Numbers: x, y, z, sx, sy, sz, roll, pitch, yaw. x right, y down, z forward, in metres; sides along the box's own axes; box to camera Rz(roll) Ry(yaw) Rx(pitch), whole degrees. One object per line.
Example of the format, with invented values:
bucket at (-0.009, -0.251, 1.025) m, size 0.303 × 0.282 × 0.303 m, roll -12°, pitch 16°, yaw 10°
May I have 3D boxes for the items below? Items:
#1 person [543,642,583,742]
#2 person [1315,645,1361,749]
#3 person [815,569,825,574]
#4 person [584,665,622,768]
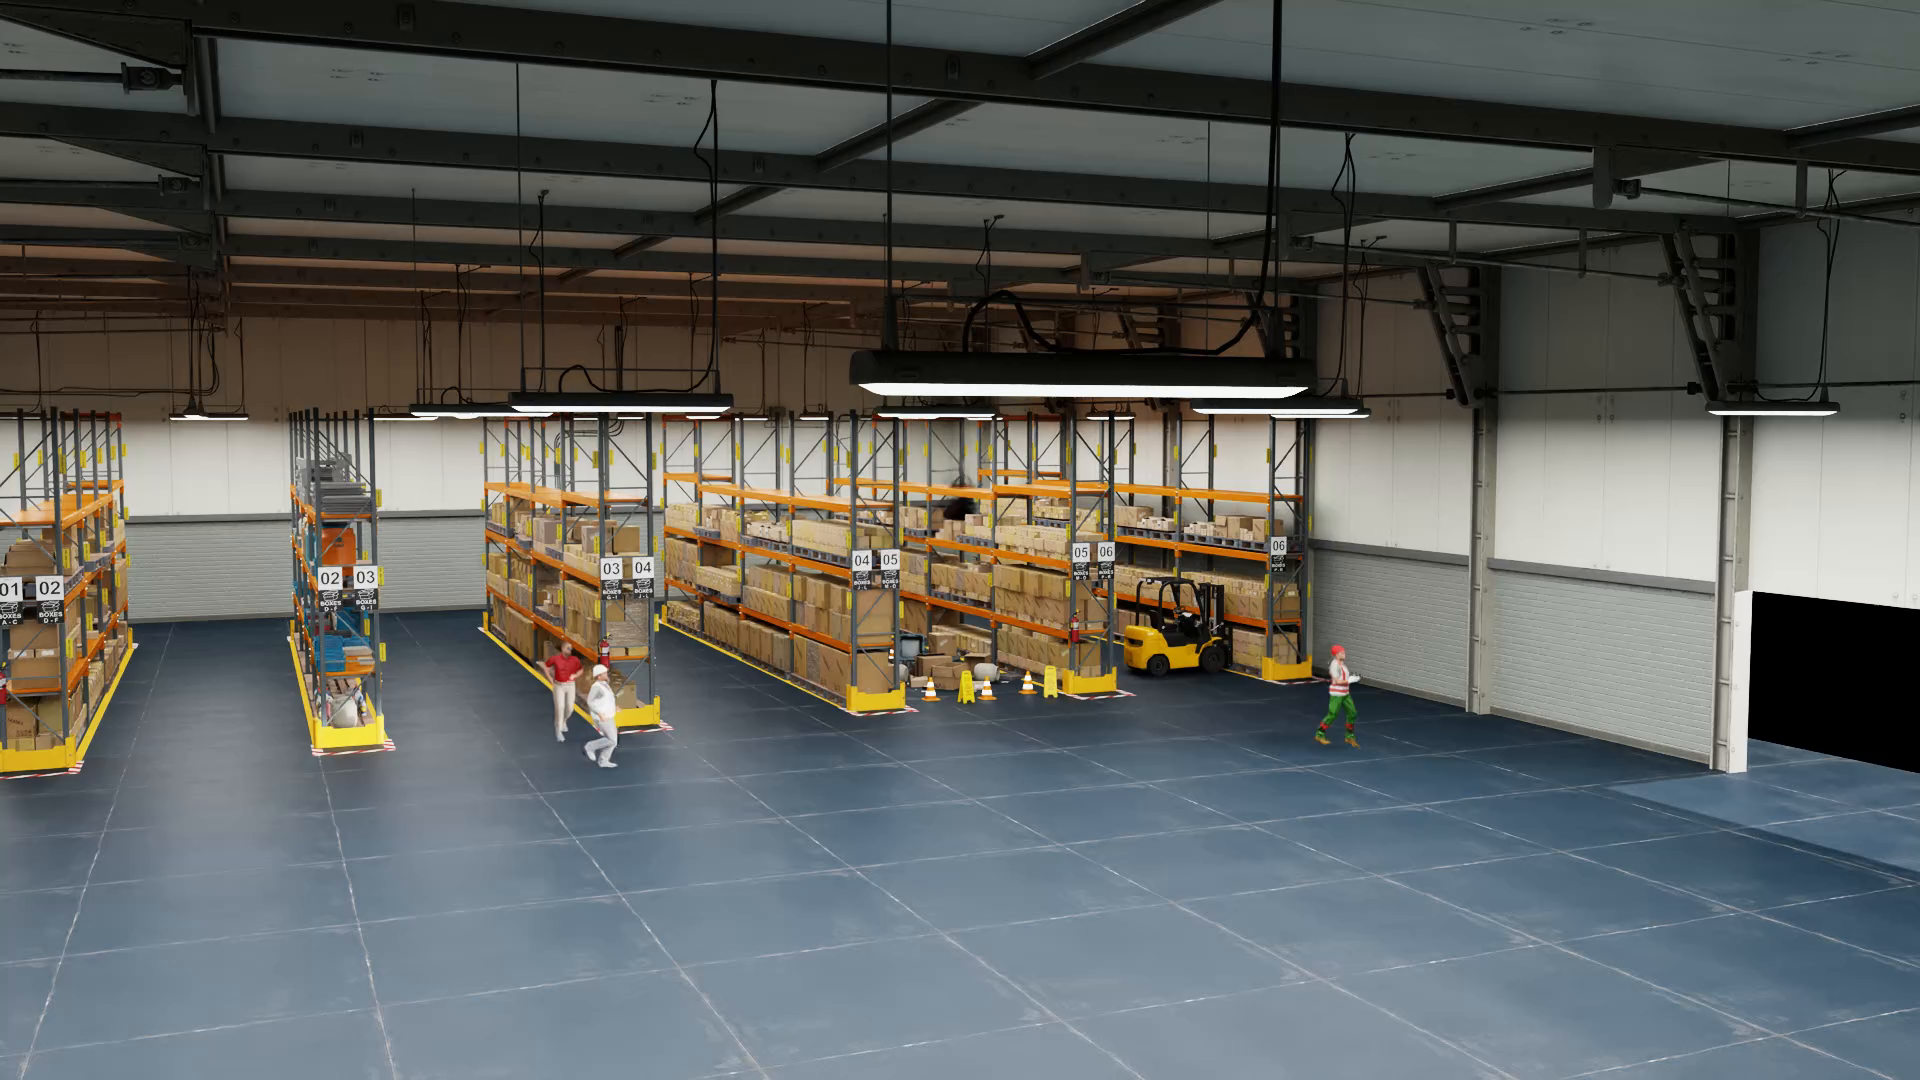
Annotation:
person at (-7.208, 2.738, 30.418) m, size 0.670 × 1.743 × 0.973 m, roll -3°, pitch 5°, yaw -34°
person at (6.682, 2.765, 29.330) m, size 0.802 × 1.841 × 0.662 m, roll 3°, pitch 5°, yaw 32°
person at (-4.313, 1.277, 51.201) m, size 0.757 × 1.723 × 0.711 m, roll 0°, pitch 4°, yaw -3°
person at (-5.941, 2.931, 27.666) m, size 0.573 × 1.721 × 0.674 m, roll 0°, pitch 4°, yaw 6°
